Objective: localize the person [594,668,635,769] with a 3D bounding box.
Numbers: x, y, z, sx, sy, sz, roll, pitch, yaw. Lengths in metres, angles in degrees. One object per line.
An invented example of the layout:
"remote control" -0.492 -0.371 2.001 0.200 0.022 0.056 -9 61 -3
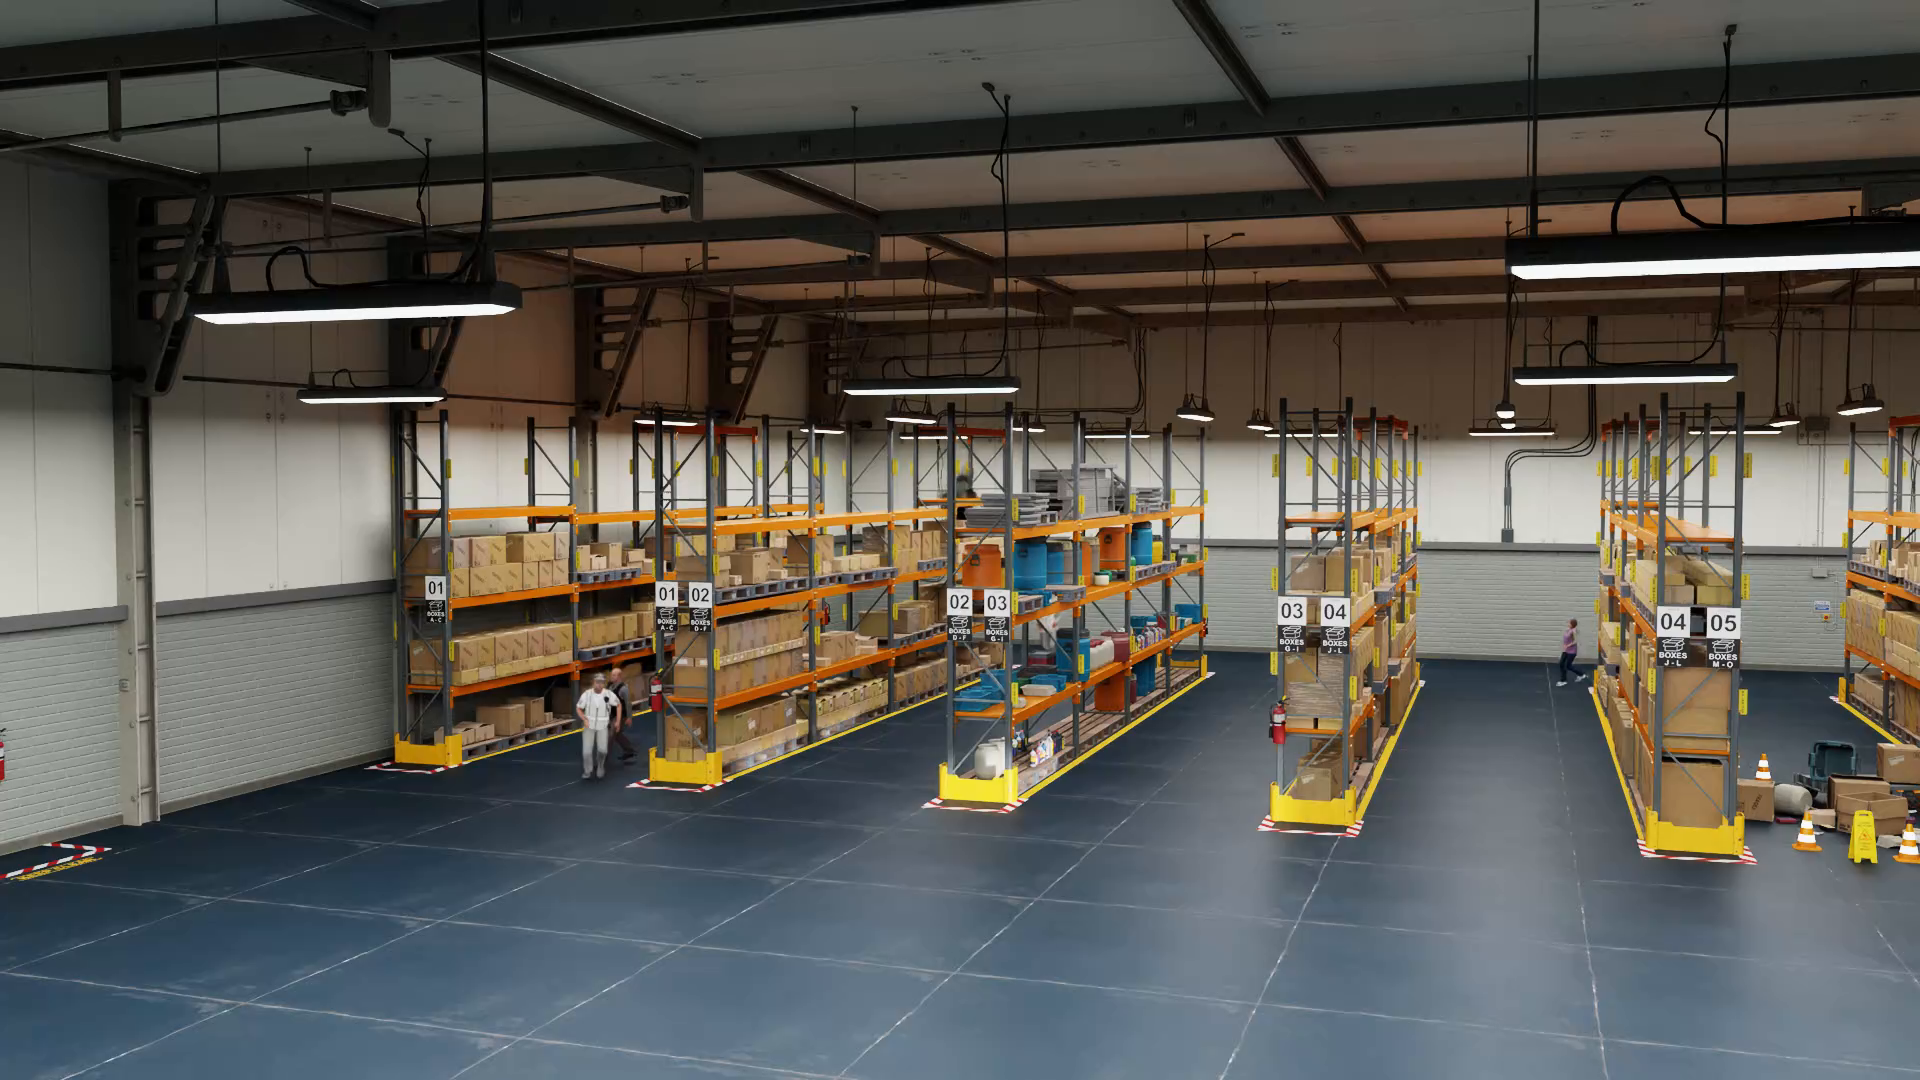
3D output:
"person" -5.802 2.965 27.940 0.593 1.665 0.973 2 3 44

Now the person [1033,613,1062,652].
"person" 2.102 2.193 40.051 0.693 1.733 0.603 0 2 7

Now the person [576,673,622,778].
"person" -5.798 2.984 26.681 0.724 1.712 0.591 0 2 -10

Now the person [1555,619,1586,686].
"person" 14.090 2.591 38.232 0.704 1.584 0.573 0 2 -3
